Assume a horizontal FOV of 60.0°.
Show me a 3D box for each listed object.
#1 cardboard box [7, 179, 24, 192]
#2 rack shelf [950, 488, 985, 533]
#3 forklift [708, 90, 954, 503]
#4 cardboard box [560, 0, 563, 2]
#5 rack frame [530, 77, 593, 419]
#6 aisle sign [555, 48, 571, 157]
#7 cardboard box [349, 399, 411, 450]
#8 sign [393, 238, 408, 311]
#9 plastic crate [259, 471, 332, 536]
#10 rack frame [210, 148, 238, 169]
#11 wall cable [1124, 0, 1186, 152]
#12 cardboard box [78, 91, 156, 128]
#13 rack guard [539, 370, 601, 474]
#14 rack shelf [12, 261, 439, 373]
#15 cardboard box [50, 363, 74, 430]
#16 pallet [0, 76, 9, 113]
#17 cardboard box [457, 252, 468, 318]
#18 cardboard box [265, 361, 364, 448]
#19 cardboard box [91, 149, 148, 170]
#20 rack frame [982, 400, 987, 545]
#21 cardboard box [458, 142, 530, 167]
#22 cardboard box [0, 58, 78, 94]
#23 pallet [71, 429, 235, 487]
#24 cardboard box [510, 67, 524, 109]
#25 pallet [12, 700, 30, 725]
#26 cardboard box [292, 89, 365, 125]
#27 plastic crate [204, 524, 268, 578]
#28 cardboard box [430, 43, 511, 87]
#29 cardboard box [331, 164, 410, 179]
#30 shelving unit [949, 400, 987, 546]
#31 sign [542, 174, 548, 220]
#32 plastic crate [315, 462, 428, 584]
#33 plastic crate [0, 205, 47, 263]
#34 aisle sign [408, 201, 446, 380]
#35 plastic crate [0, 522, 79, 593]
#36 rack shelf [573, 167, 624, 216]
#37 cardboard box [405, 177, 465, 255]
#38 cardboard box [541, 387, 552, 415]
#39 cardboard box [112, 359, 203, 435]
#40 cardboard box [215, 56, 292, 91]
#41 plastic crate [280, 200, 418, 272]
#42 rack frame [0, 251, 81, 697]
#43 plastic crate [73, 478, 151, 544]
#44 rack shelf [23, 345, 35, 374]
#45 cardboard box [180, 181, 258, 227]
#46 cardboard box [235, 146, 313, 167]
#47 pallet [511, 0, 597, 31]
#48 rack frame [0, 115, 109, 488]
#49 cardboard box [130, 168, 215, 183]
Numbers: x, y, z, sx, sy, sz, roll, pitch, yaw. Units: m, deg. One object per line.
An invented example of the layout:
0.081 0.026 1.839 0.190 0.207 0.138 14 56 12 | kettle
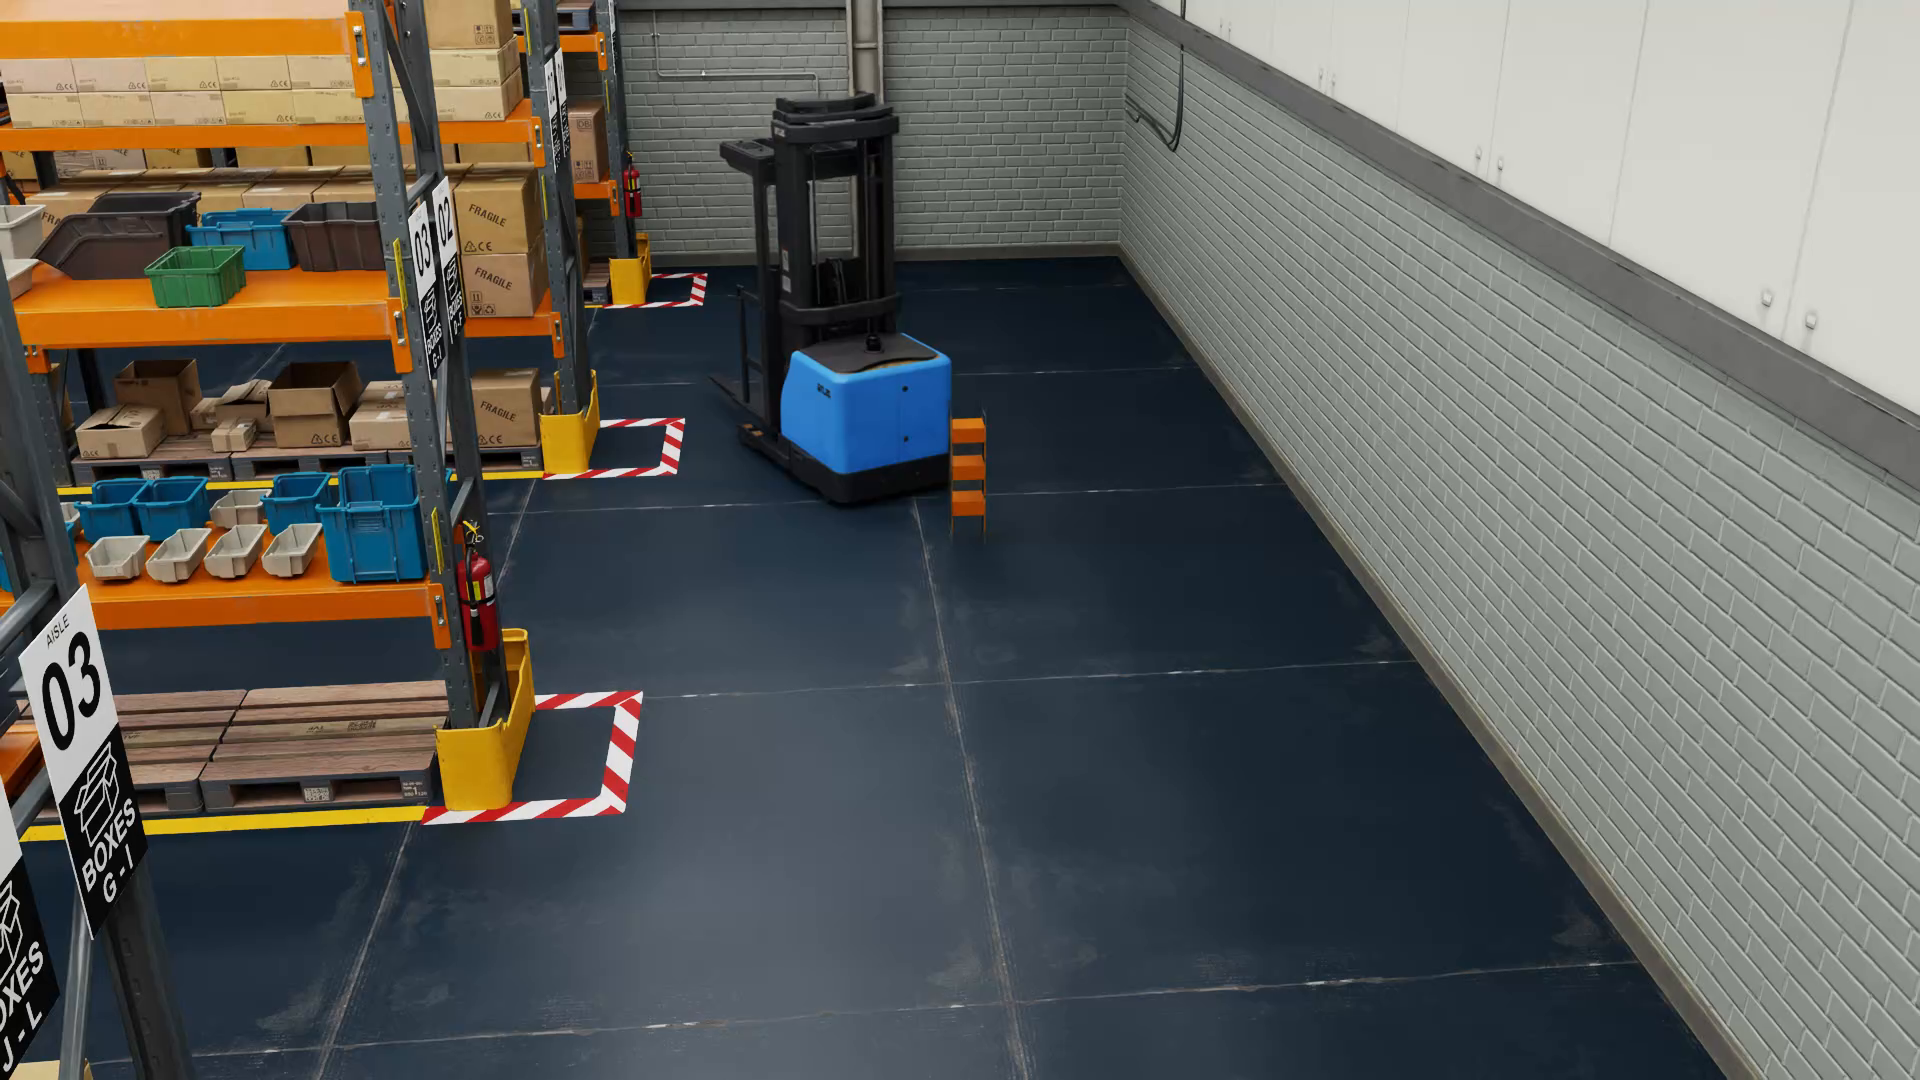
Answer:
-9.749 -3.707 17.181 0.250 0.149 0.380 -2 24 -5 | cardboard box
0.053 -0.218 12.159 0.240 0.259 0.215 -2 24 -5 | rack shelf
-1.229 -2.175 13.536 1.130 2.935 3.031 -13 27 -28 | forklift
-4.414 -5.756 17.359 0.500 0.250 0.500 -1 24 -2 | cardboard box
-3.173 -2.144 13.381 0.127 3.000 1.000 -2 24 -5 | rack frame
-3.134 -3.454 13.127 0.004 0.787 0.394 -2 24 -5 | aisle sign
-4.638 -0.942 13.520 0.500 0.250 0.500 -2 24 -5 | cardboard box
-2.619 -1.243 7.790 0.005 0.325 0.100 -2 24 -5 | sign
-3.623 -0.190 9.117 0.300 0.233 0.416 -2 24 -5 | plastic crate
-7.644 -3.987 17.527 0.127 3.000 1.000 -2 24 -5 | rack frame
2.000 -5.550 17.481 0.112 2.526 3.097 -2 24 -5 | wall cable
-6.147 -3.225 12.303 0.500 0.250 0.500 -2 24 -5 | cardboard box
-3.248 -0.999 13.882 0.348 0.500 1.175 -2 24 -5 | rack guard
-4.680 -1.104 8.234 4.000 0.370 1.077 -2 24 -5 | rack shelf
-7.659 -1.123 13.619 0.500 0.500 0.500 -3 24 -8 | cardboard box
-7.809 -3.272 12.456 1.003 0.211 1.213 -2 24 -5 | pallet
-4.108 -2.040 13.024 0.500 0.500 0.500 -2 24 -5 | cardboard box
-5.284 -1.122 13.613 0.637 0.503 0.797 -2 24 -5 | cardboard box
-8.585 -4.033 17.116 0.500 0.500 0.500 -2 24 -5 | cardboard box
0.175 -0.487 12.053 0.008 1.050 0.200 -2 24 -5 | rack frame
-4.893 -4.226 17.695 0.700 0.700 0.980 -2 24 -6 | cardboard box
-6.645 -3.434 12.160 0.500 0.250 0.500 -2 24 -5 | cardboard box
-6.470 -0.737 13.649 1.213 0.211 1.003 -2 24 -5 | pallet
-3.709 -3.529 12.988 0.500 0.250 0.500 -2 24 -5 | cardboard box
-5.942 1.247 9.185 1.213 0.211 1.003 -2 24 -5 | pallet
-4.653 -3.279 12.425 0.500 0.250 0.500 -2 24 -5 | cardboard box
-3.773 0.062 8.667 0.243 0.136 0.396 -2 24 -5 | plastic crate
-3.659 -3.551 12.423 0.500 0.250 0.500 -2 24 -5 | cardboard box
-4.658 -2.694 13.264 0.500 0.500 0.500 -2 24 -4 | cardboard box
0.053 -0.482 12.042 0.252 1.050 0.215 -2 24 -5 | shelving unit
-3.138 -2.593 12.576 0.005 0.325 0.100 -2 24 -5 | sign
-3.005 -0.097 8.657 0.499 0.435 0.616 -2 24 -5 | plastic crate
-4.926 -1.495 8.373 0.530 0.282 0.437 -2 24 -5 | plastic crate
-2.589 -1.214 8.089 0.004 0.787 0.394 -2 24 -5 | aisle sign
-4.708 0.093 8.481 0.300 0.233 0.416 -2 24 -5 | plastic crate
-5.654 -3.738 17.852 4.000 0.370 1.077 -2 24 -5 | rack shelf
-4.091 -2.498 12.822 0.500 0.500 0.500 -2 24 -4 | cardboard box
-3.623 -1.165 14.146 0.250 0.149 0.380 -2 24 -5 | cardboard box
-6.614 -1.181 13.750 0.500 0.500 0.500 -2 24 -5 | cardboard box
-5.151 -3.490 12.286 0.500 0.250 0.500 -2 24 -5 | cardboard box
-3.100 -1.550 8.513 0.590 0.269 0.497 -2 24 -5 | plastic crate
-2.203 -0.882 3.154 0.127 3.000 1.000 -2 24 -5 | rack frame
-4.577 -0.152 9.030 0.300 0.233 0.416 -2 24 -5 | plastic crate
-9.144 -1.576 12.989 4.000 0.370 1.077 -2 24 -5 | rack shelf
-5.632 -2.433 12.678 0.500 0.500 0.500 -3 24 -7 | cardboard box
-7.103 -4.139 17.500 0.700 0.700 0.980 -2 24 -4 | cardboard box
-4.401 -5.443 17.218 1.213 0.211 1.003 -2 24 -5 | pallet
-7.153 -1.985 13.022 0.127 3.000 1.000 -2 24 -5 | rack frame
-6.166 -2.634 13.128 0.500 0.500 0.500 -3 24 -6 | cardboard box
